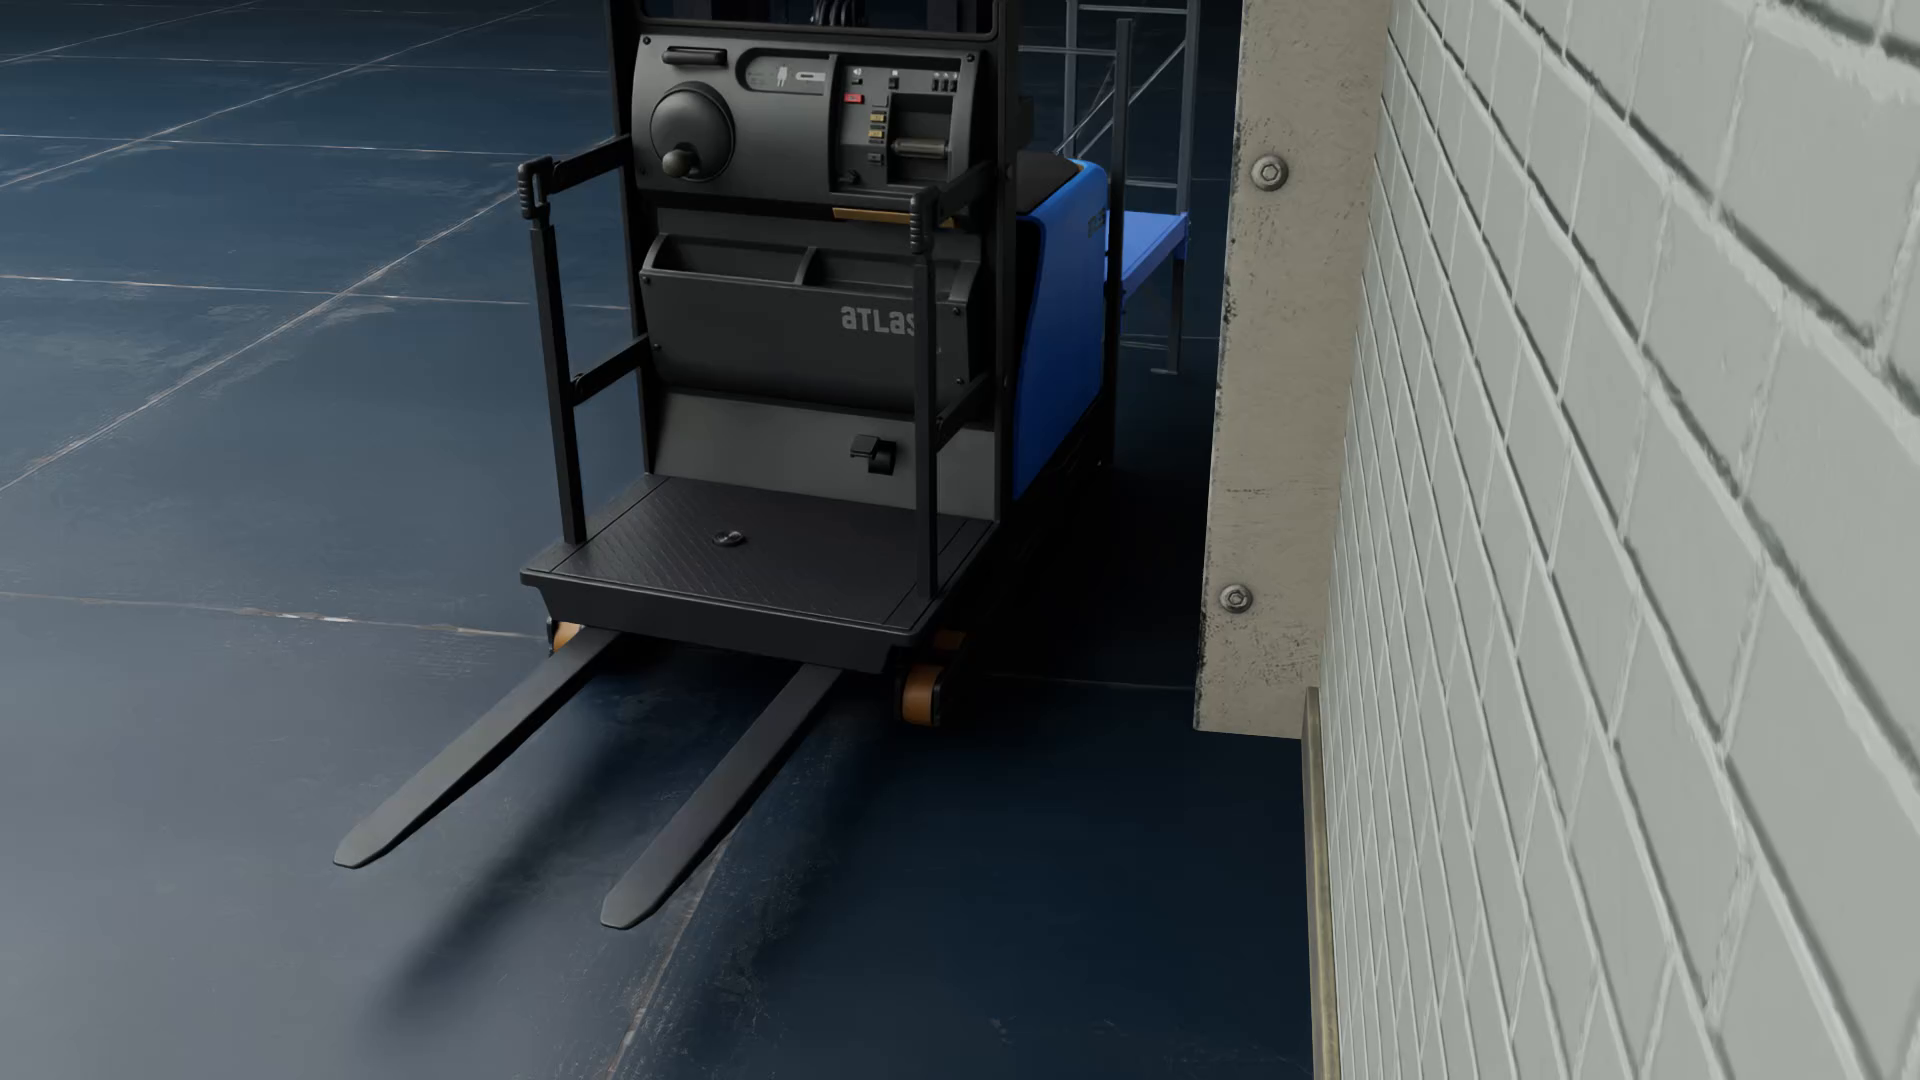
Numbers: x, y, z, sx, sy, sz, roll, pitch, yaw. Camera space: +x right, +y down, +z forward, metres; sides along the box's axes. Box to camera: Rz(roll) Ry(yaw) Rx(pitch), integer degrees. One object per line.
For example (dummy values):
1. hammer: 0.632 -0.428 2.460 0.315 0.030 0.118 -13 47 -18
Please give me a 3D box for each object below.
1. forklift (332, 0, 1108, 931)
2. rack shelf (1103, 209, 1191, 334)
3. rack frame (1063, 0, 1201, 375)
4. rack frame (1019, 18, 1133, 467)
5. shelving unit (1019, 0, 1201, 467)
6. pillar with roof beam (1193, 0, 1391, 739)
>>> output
1. forklift: -0.466 -1.042 4.019 1.130 2.935 3.031 8 26 17
2. rack shelf: 0.469 -1.014 6.072 0.538 0.185 1.000 9 26 18
3. rack frame: 0.640 -1.380 6.429 0.500 1.500 0.032 9 26 18
4. rack frame: 0.298 -0.974 5.562 0.500 1.500 0.032 9 26 18
5. shelving unit: 0.469 -1.177 5.995 0.538 1.500 1.048 9 26 18
6. pillar with roof beam: -3.471 -3.965 3.106 9.100 9.000 0.400 4 25 9
